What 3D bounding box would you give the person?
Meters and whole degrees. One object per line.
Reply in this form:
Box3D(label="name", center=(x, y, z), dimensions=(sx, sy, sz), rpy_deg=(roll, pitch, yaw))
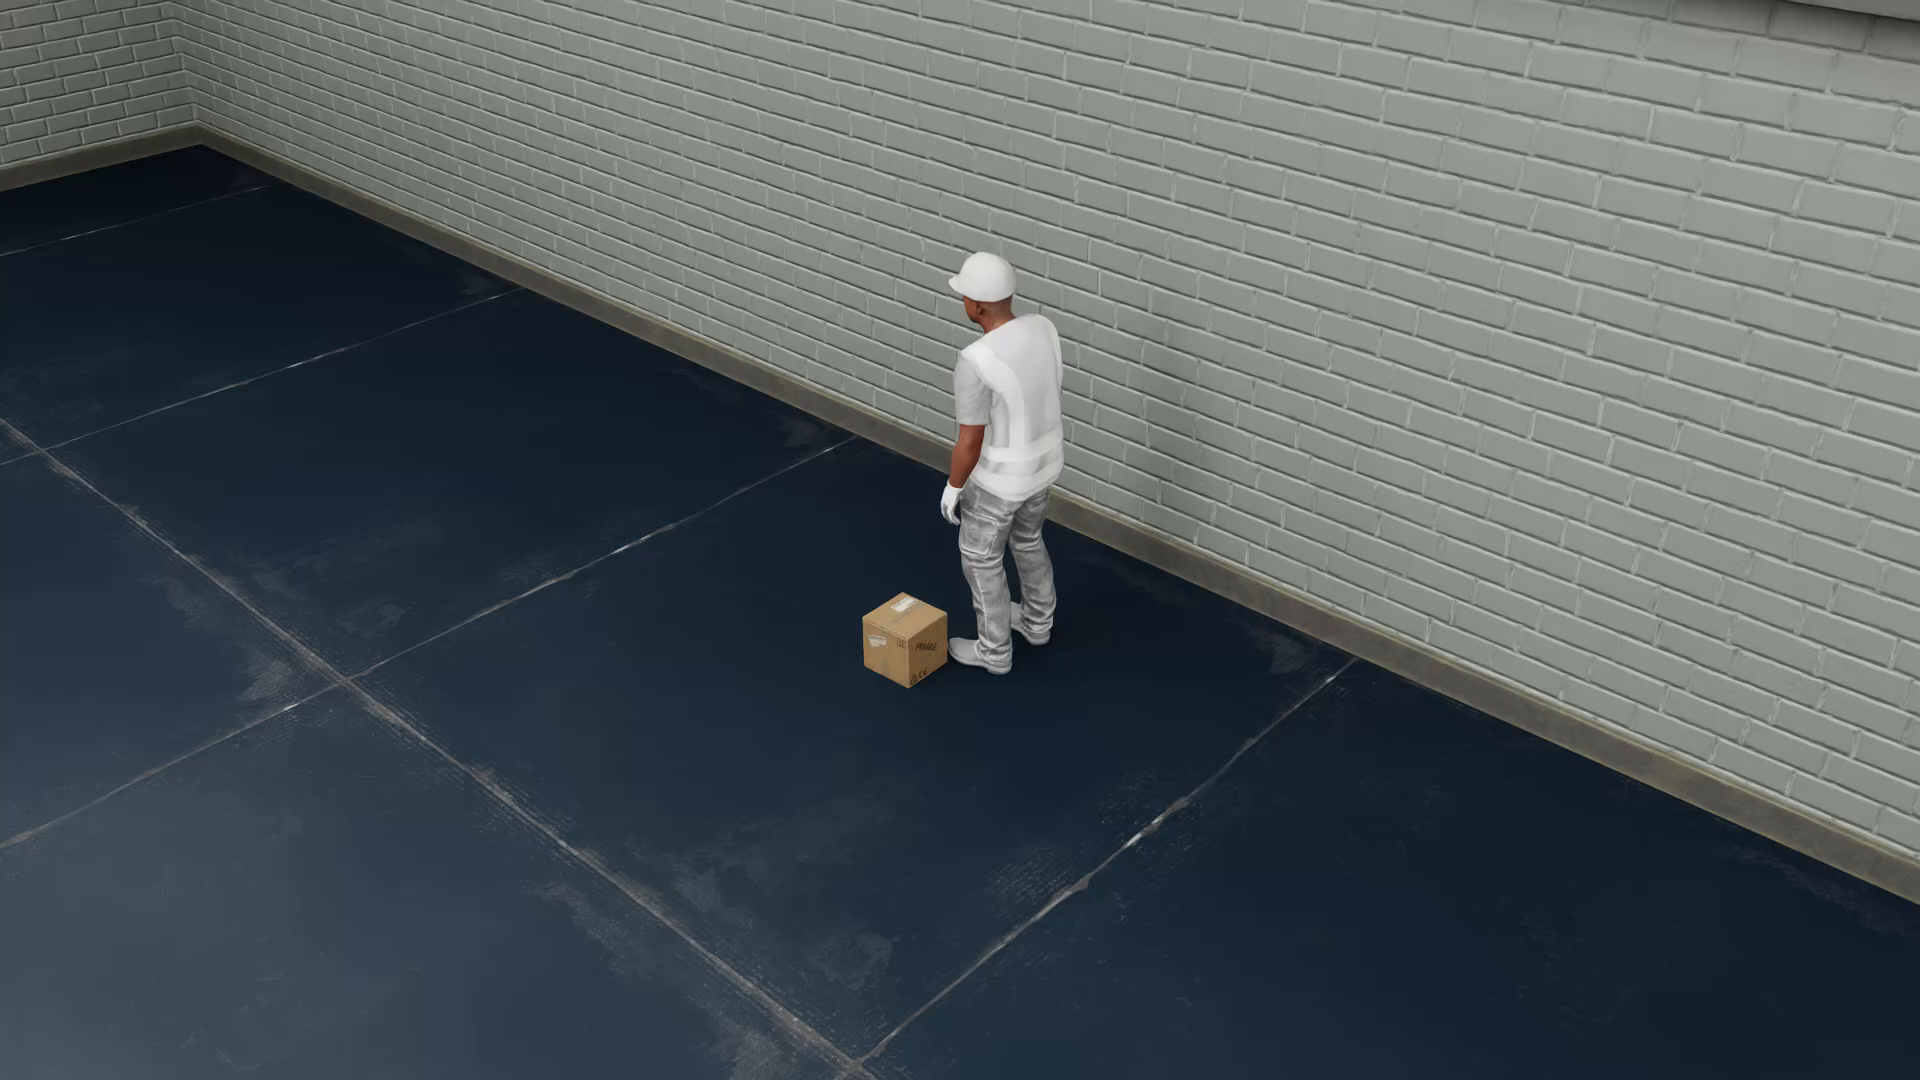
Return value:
Box3D(label="person", center=(0.165, -0.288, 6.601), dimensions=(0.449, 1.775, 0.633), rpy_deg=(24, 38, 34))
